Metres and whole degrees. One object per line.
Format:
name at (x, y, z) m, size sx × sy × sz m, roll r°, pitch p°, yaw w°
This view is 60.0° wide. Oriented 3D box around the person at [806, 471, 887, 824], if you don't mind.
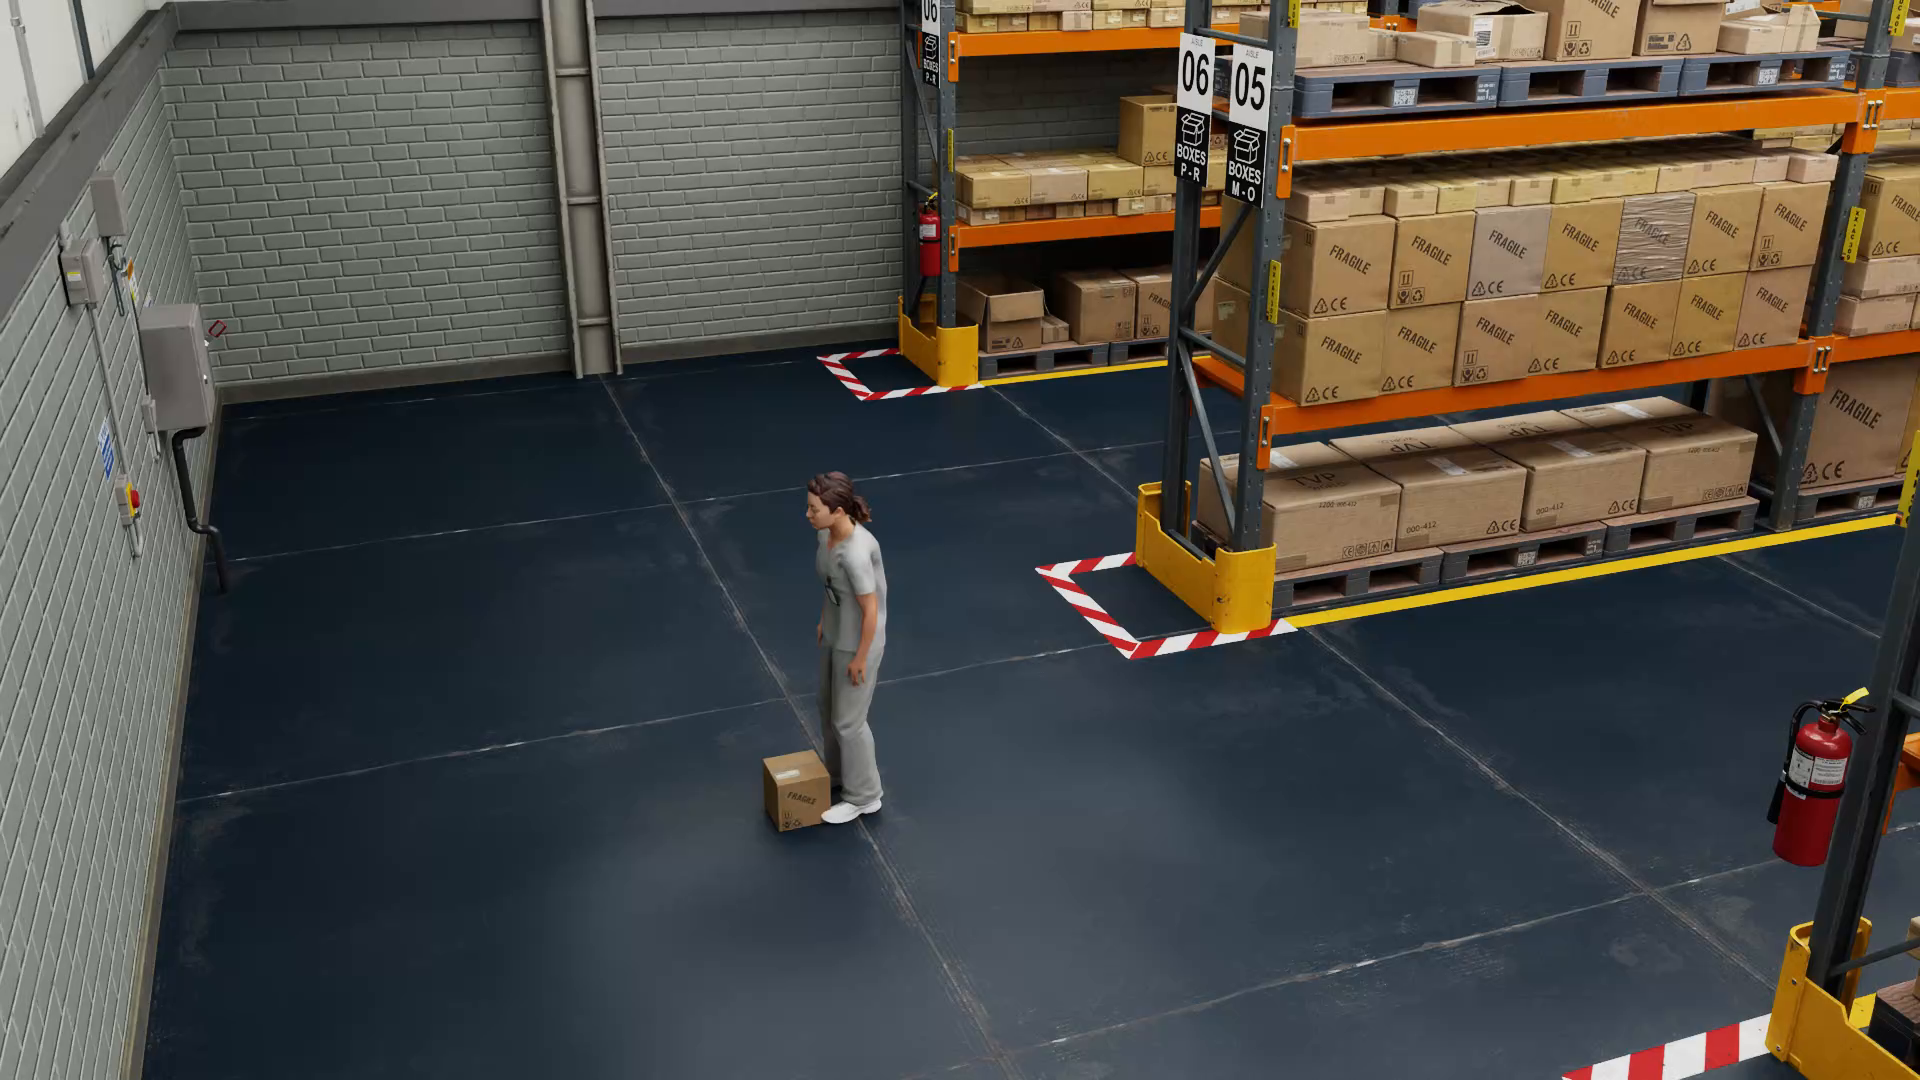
person at (-0.522, 0.461, 7.490) m, size 0.362 × 1.671 × 0.501 m, roll -10°, pitch 24°, yaw -22°
